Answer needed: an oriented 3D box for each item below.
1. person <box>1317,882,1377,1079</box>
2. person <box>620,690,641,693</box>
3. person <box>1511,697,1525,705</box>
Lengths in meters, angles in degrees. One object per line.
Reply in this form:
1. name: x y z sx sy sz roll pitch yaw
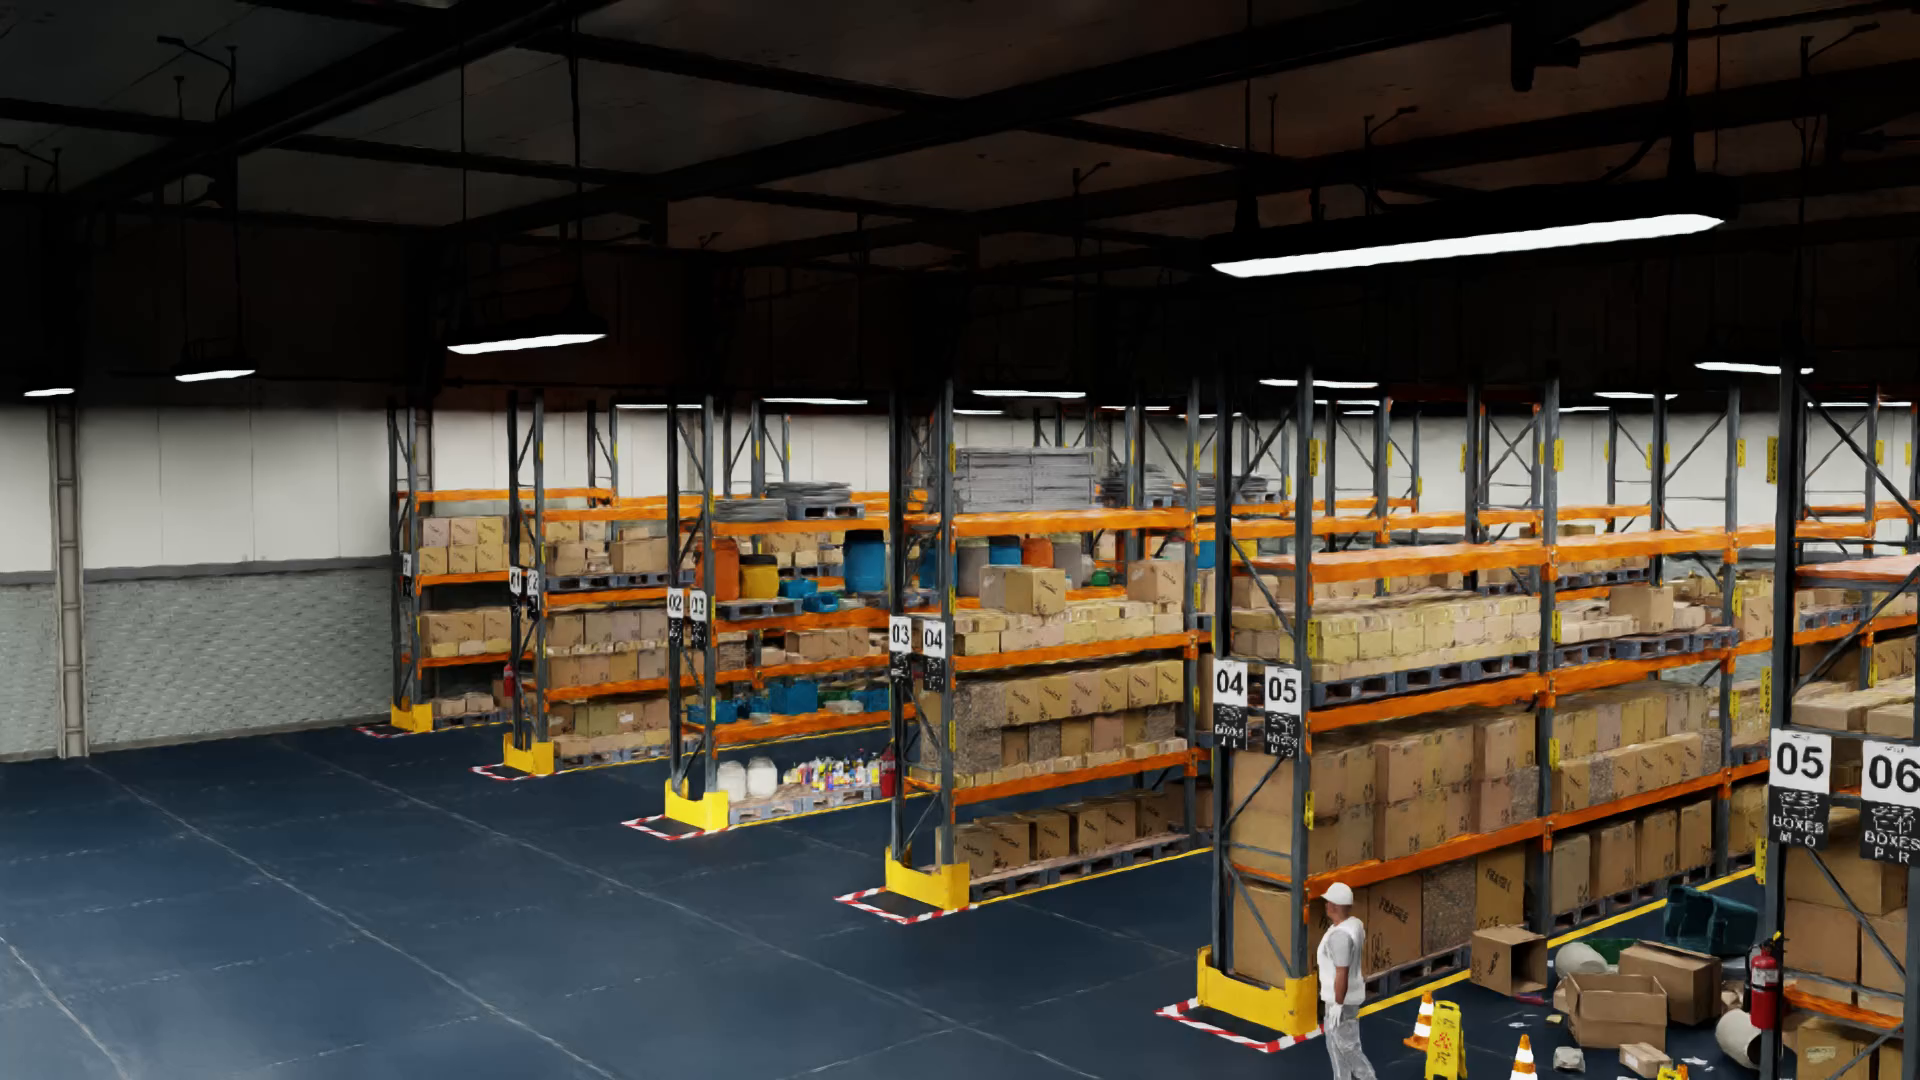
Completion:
1. person: 3.009 3.535 12.811 0.557 1.778 0.659 1 4 20
2. person: -5.906 2.618 29.731 1.019 1.612 0.458 -3 4 -41
3. person: 8.047 2.996 23.893 1.032 1.517 0.417 -3 4 -38
